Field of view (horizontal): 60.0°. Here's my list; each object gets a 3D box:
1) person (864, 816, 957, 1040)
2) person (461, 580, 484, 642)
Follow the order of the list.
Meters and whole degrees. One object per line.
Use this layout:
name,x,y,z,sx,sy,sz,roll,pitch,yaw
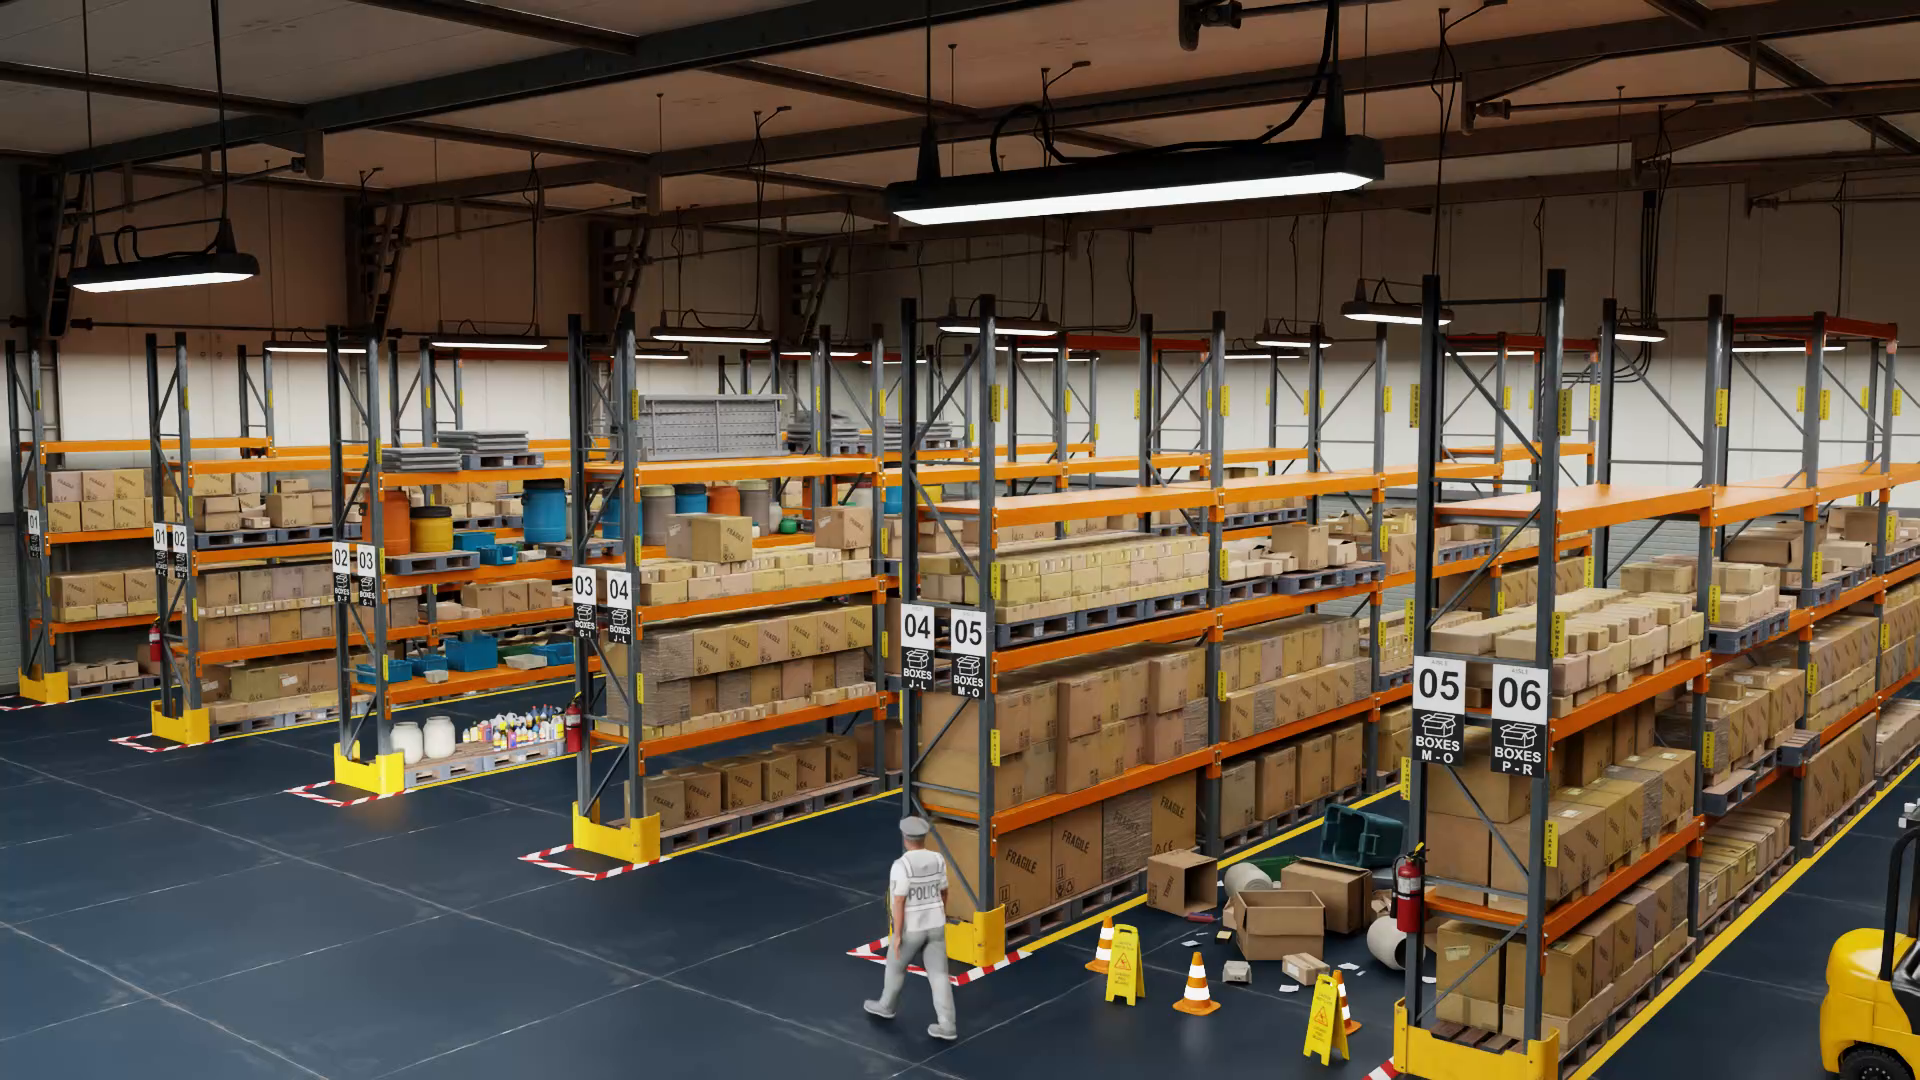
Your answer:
person,-0.368,3.081,13.414,0.591,1.699,1.037,-3,6,-33
person,-9.528,1.413,32.674,0.544,1.659,0.541,3,6,28
